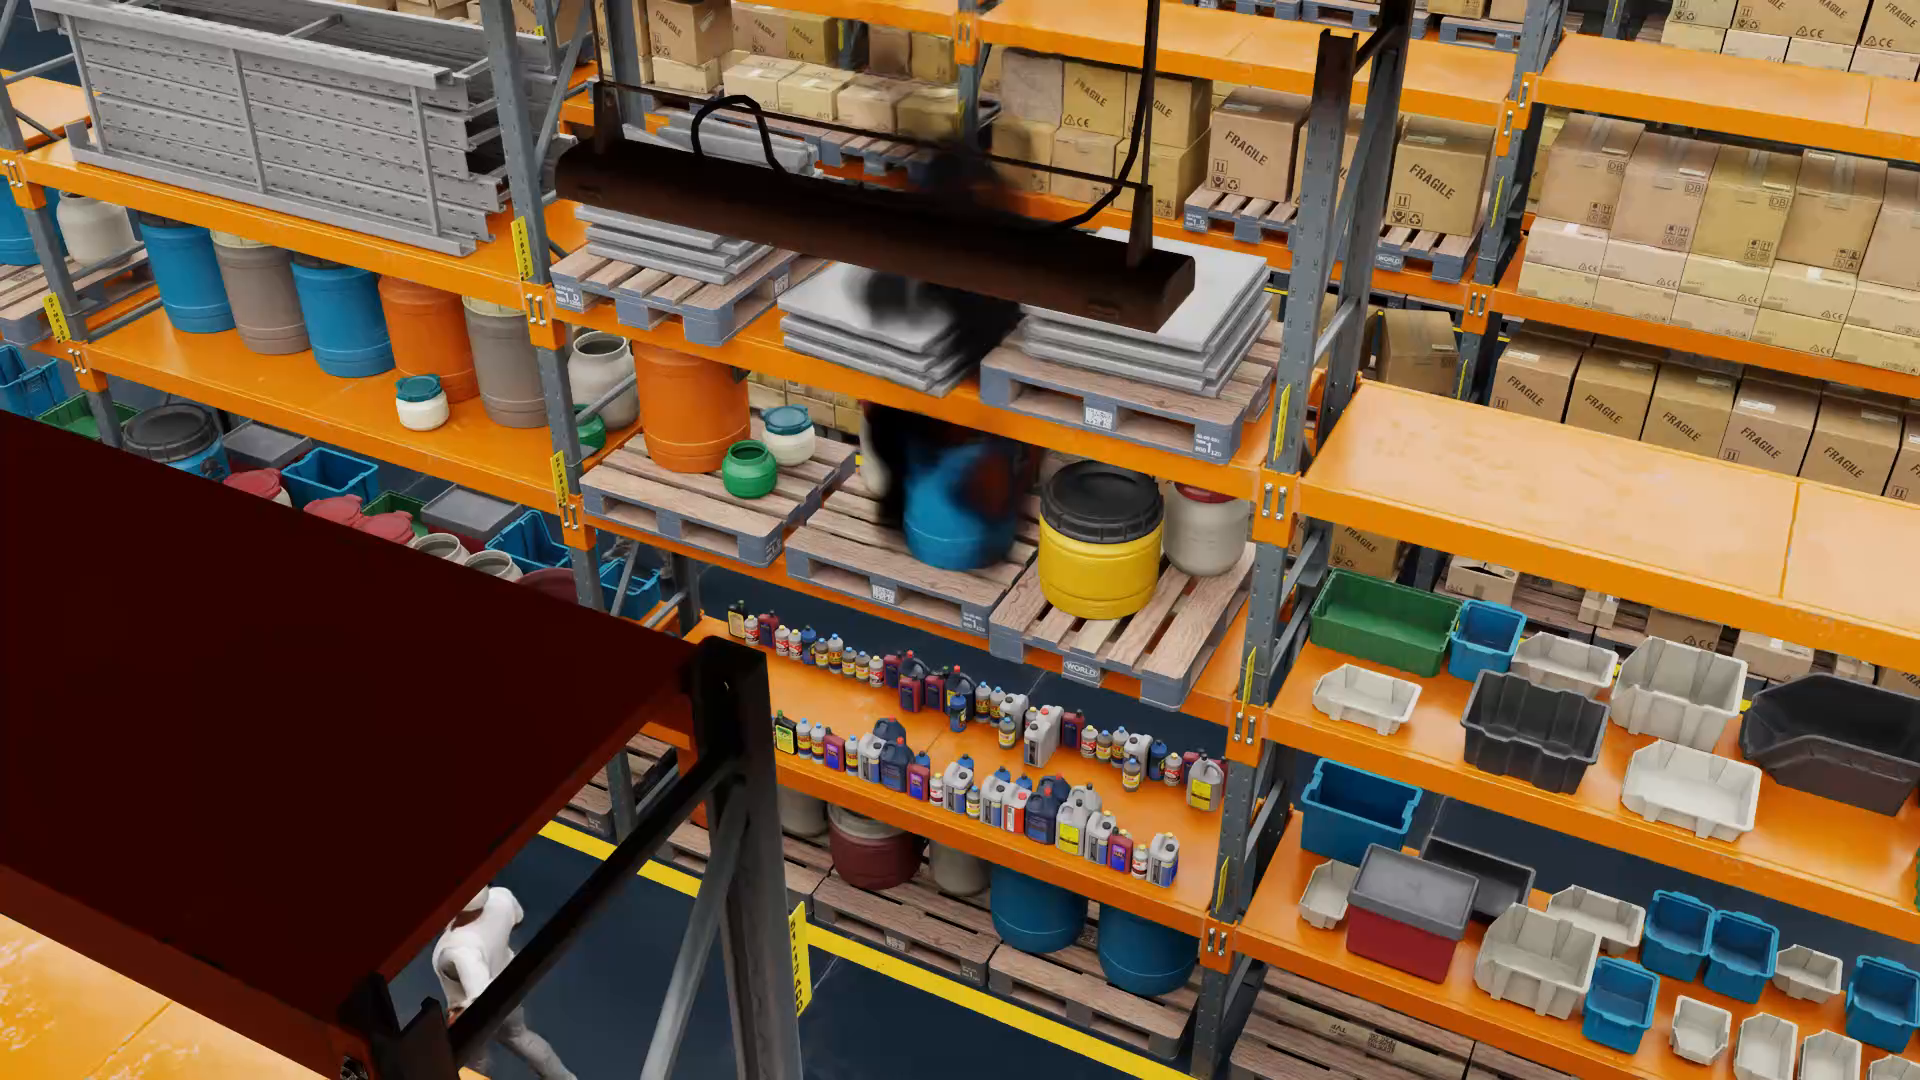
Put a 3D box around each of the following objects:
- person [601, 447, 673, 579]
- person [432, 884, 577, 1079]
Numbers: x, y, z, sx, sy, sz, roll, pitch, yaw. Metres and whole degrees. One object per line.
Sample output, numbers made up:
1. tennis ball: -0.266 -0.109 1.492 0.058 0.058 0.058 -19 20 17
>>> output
1. person: -2.559 -0.440 12.999 0.850 1.728 0.596 12 37 17
2. person: -2.425 2.332 8.497 0.887 1.783 0.700 10 36 14
